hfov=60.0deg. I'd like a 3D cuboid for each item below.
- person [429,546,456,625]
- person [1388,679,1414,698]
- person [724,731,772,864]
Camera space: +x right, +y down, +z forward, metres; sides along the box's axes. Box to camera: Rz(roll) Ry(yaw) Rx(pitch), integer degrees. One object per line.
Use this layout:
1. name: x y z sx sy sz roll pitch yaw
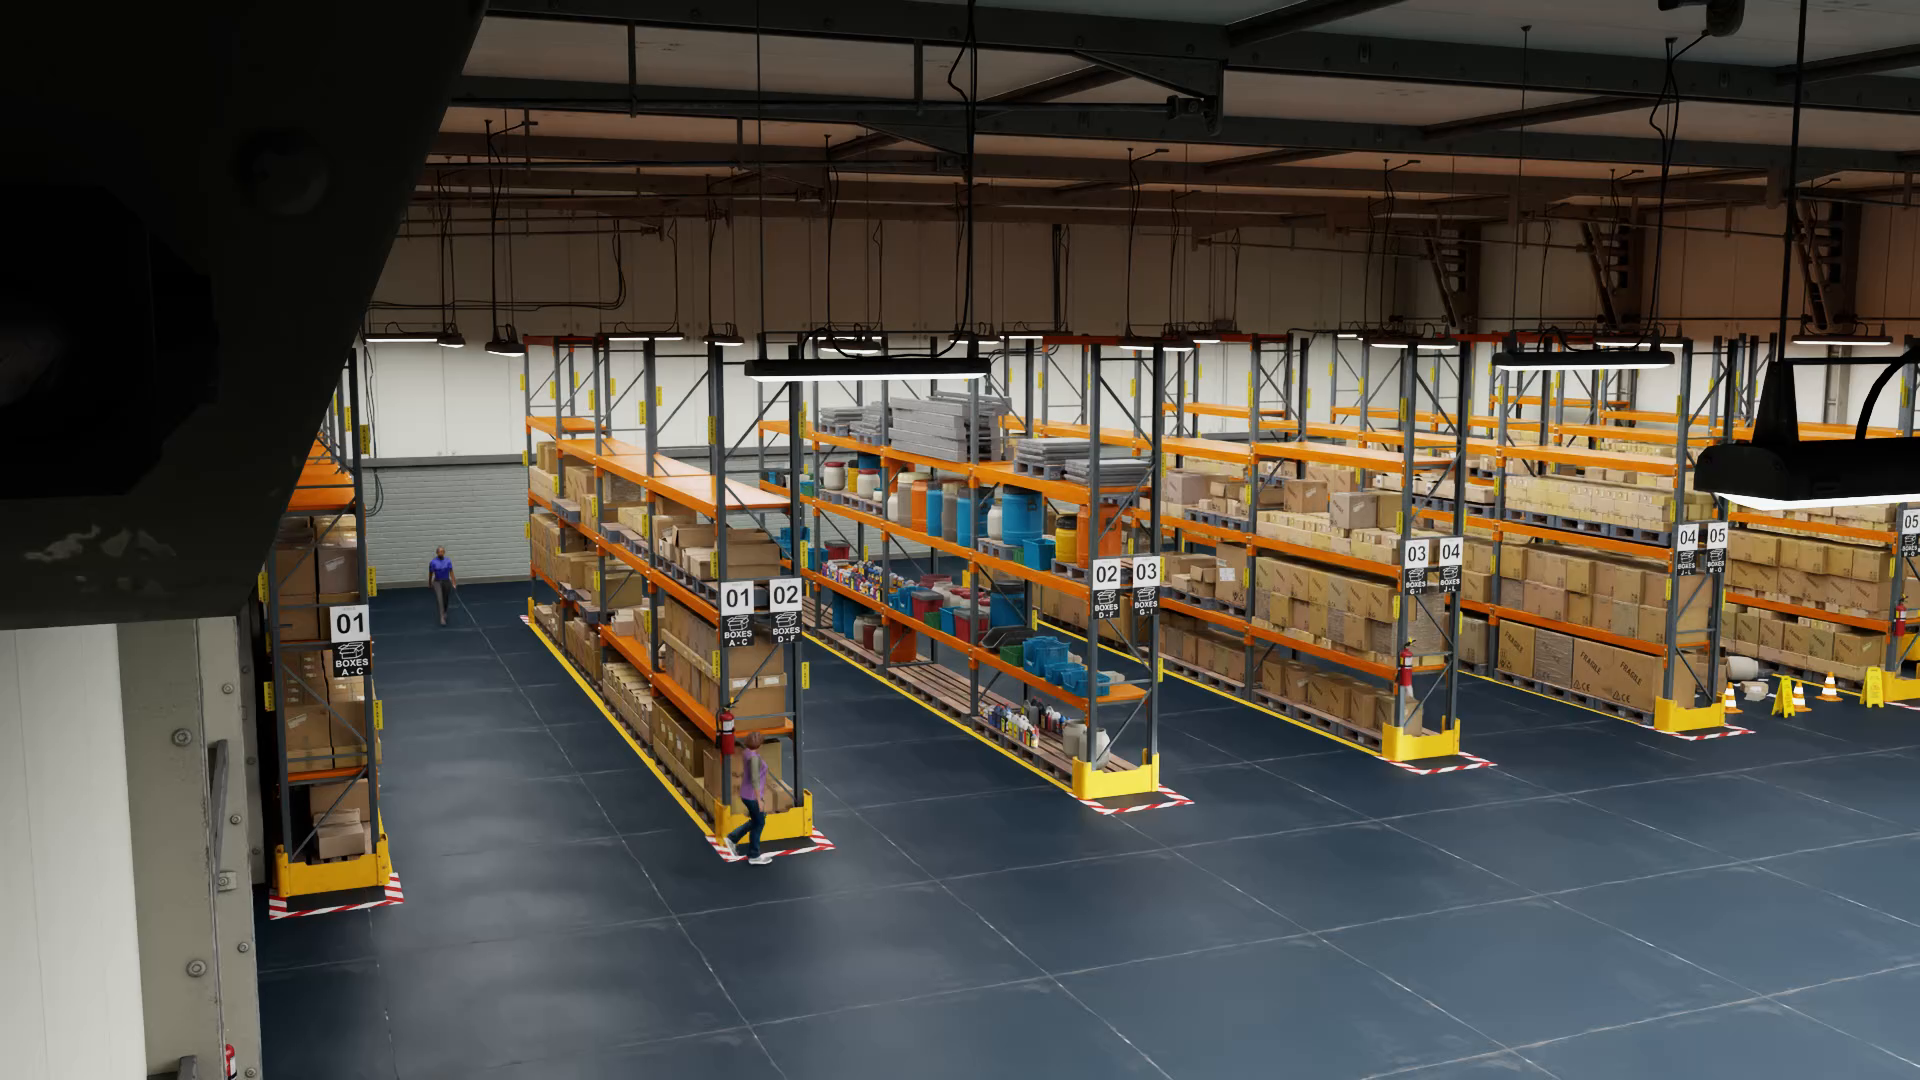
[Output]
1. person: -10.790 0.918 34.659 0.511 1.595 1.021 -4 8 -25
2. person: 7.160 1.933 26.972 0.487 1.667 0.534 -3 8 -20
3. person: -2.469 2.980 19.278 0.550 1.581 0.412 -1 8 -10
